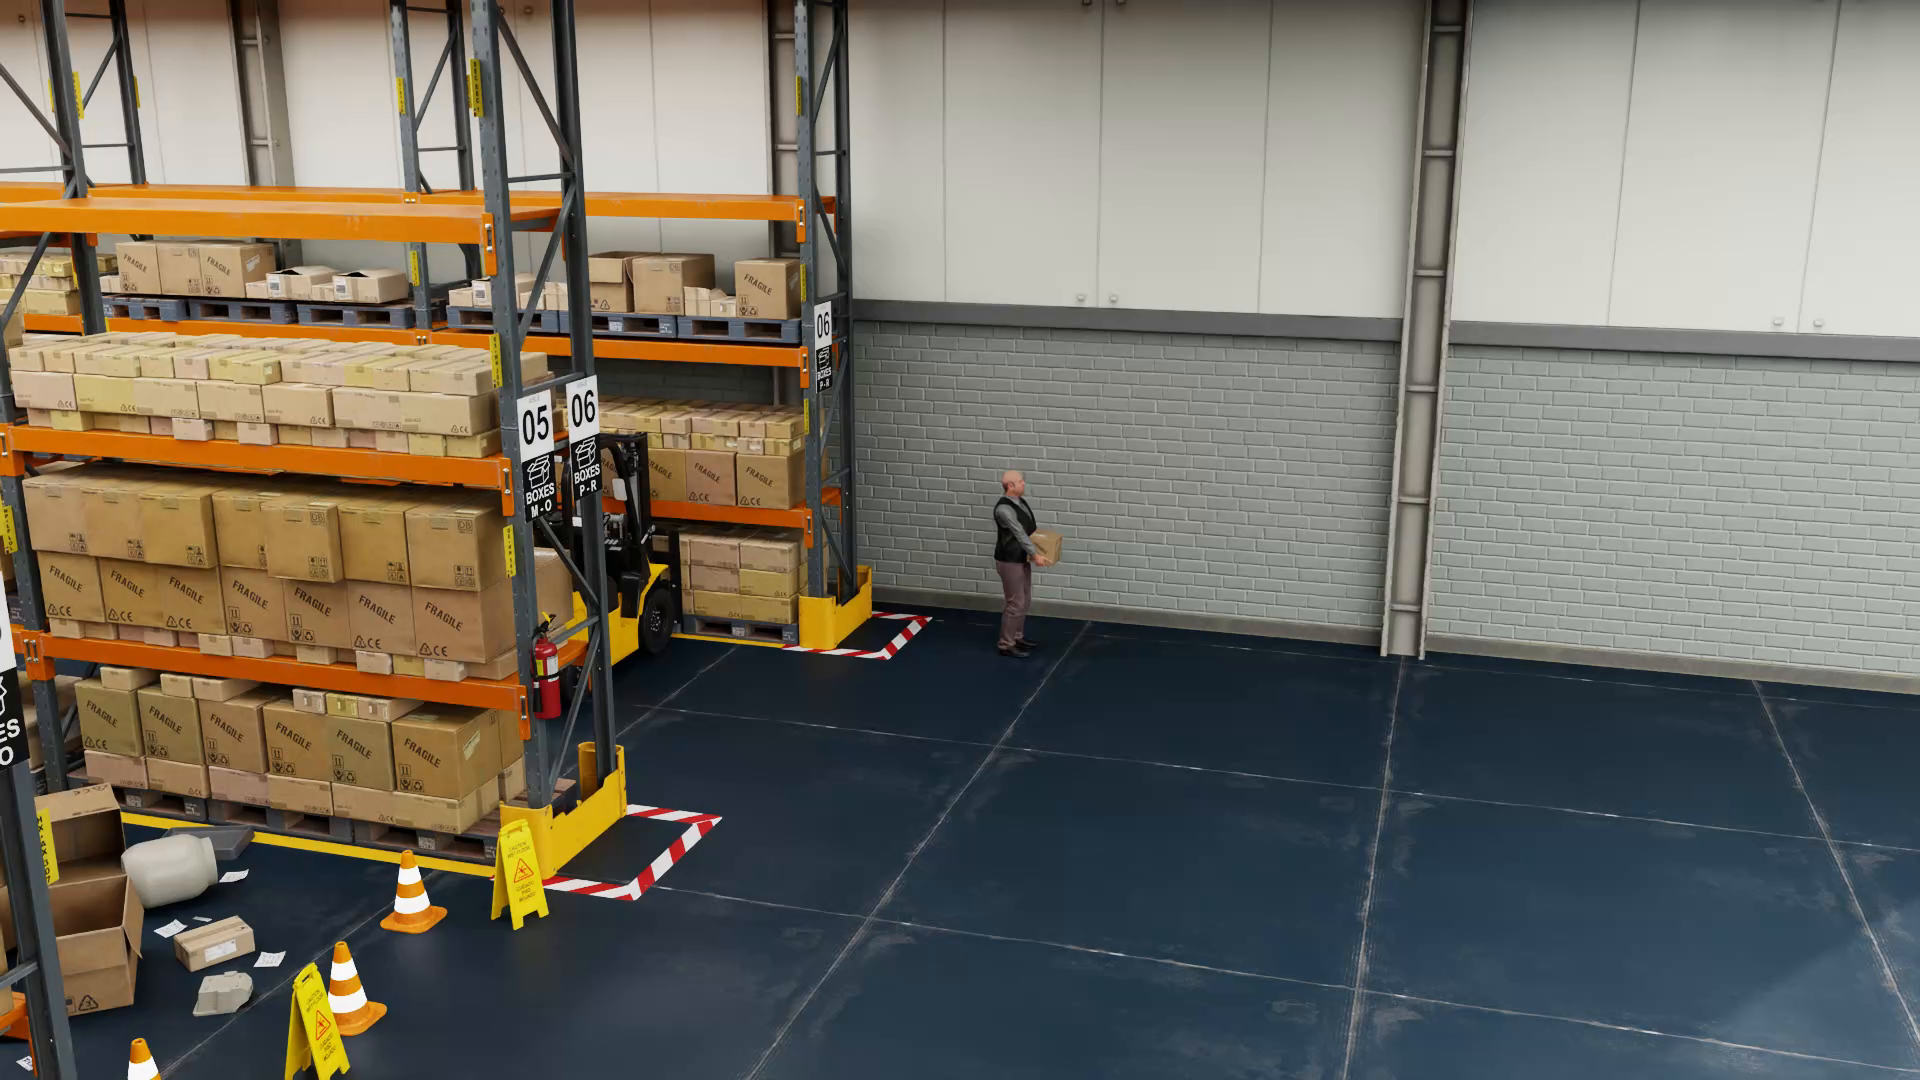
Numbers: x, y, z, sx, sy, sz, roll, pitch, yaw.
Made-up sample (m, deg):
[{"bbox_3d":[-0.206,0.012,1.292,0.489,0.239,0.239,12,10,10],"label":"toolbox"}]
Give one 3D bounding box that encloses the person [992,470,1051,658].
[{"bbox_3d":[0.596,0.245,15.308,0.560,1.637,0.494,4,16,16],"label":"person"}]
